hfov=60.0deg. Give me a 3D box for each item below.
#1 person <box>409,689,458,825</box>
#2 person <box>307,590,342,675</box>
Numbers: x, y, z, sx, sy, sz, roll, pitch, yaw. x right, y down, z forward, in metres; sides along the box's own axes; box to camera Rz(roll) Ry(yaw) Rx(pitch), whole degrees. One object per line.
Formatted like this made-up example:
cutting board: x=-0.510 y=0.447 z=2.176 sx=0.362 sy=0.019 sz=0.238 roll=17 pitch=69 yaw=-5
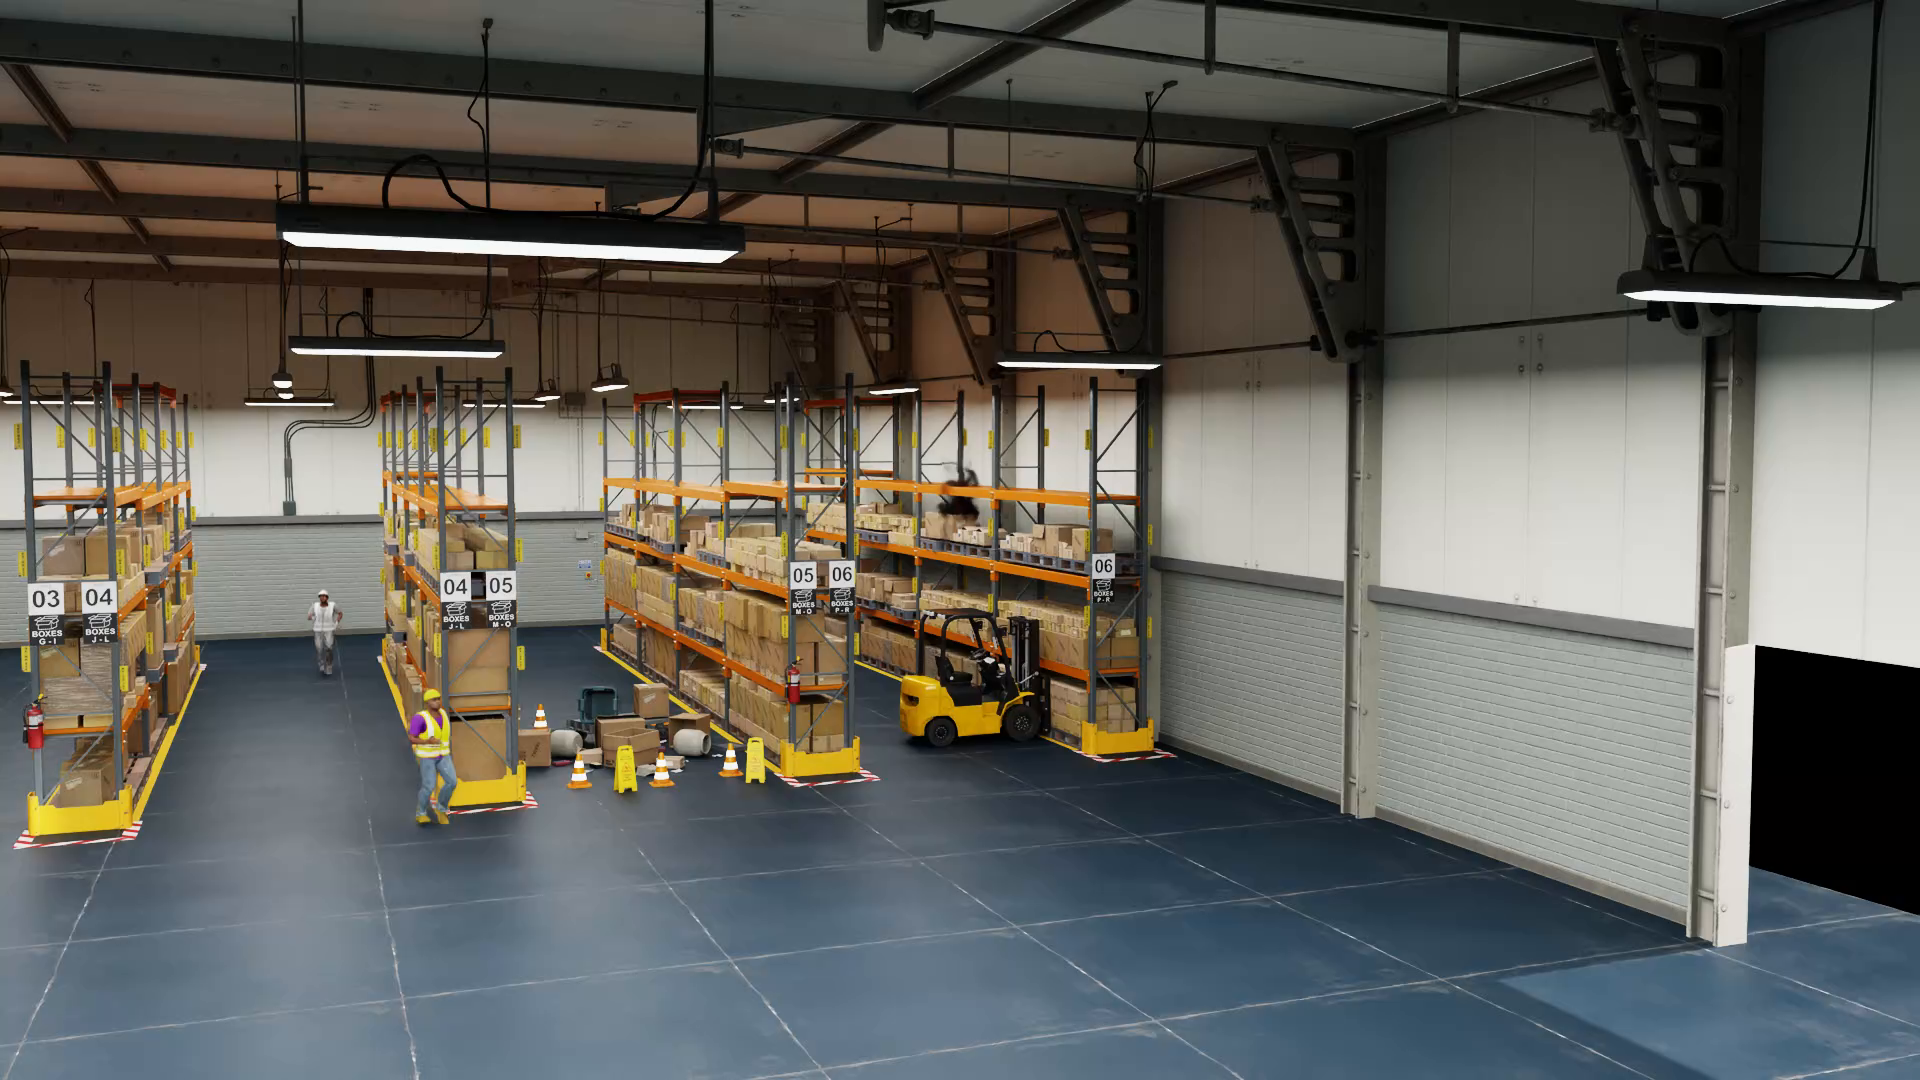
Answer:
person: x=-6.800 y=2.838 z=21.563 sx=0.634 sy=1.813 sz=0.694 roll=3 pitch=4 yaw=37
person: x=-13.584 y=1.989 z=35.495 sx=0.678 sy=1.833 sz=0.666 roll=-1 pitch=3 yaw=-10
